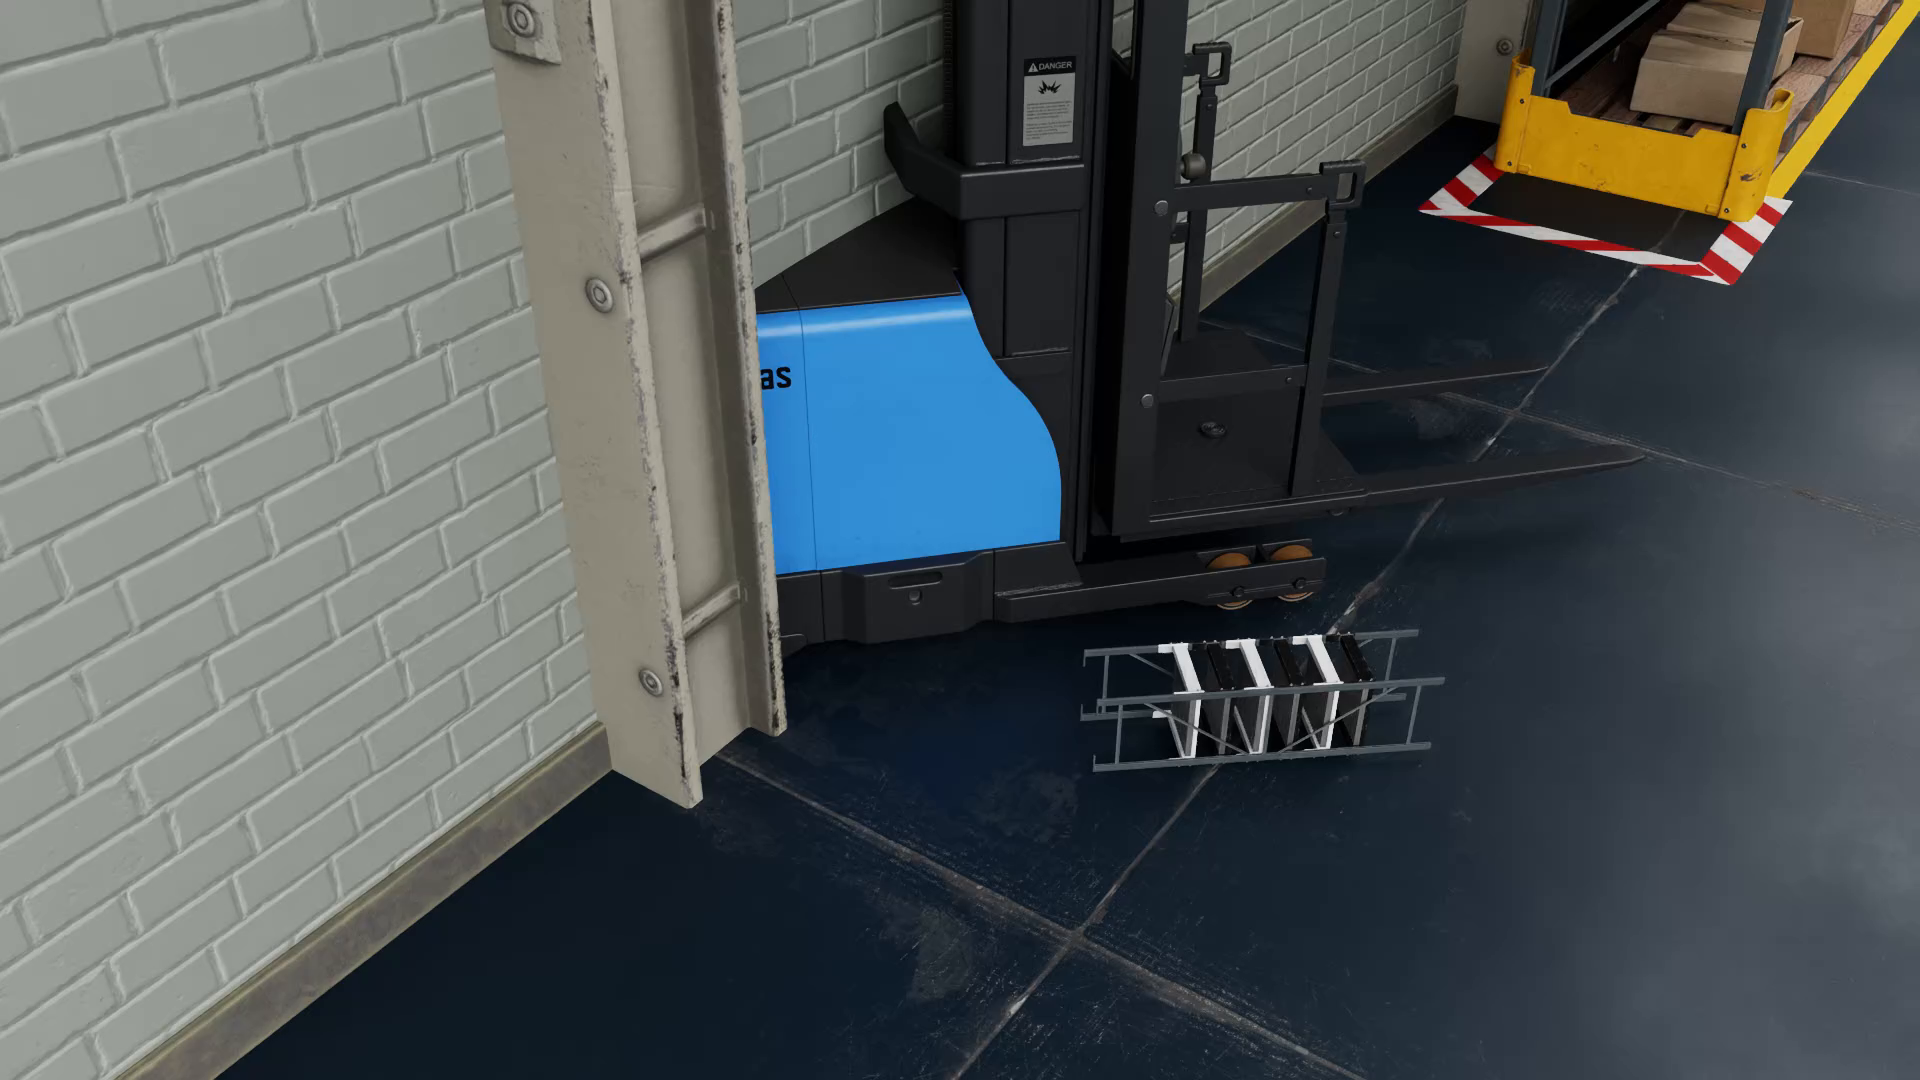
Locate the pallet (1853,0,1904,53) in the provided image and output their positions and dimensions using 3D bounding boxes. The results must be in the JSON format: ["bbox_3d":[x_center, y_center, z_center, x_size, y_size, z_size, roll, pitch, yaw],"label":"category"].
[{"bbox_3d":[4.957,-3.224,9.830,1.003,0.211,1.213,21,39,28],"label":"pallet"}]

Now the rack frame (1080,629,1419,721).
[{"bbox_3d":[0.771,0.362,4.452,0.900,0.240,0.006,-3,34,-5],"label":"rack frame"}]

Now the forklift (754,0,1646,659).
[{"bbox_3d":[0.613,-1.290,4.541,3.031,2.935,1.130,-7,35,-10],"label":"forklift"}]

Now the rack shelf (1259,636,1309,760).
[{"bbox_3d":[0.838,0.416,4.373,0.077,0.258,0.200,-3,34,-5],"label":"rack shelf"}]

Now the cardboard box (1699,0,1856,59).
[{"bbox_3d":[4.283,-2.880,8.669,0.700,0.500,0.500,19,38,25],"label":"cardboard box"}]

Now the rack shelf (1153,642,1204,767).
[{"bbox_3d":[0.569,0.431,4.350,0.077,0.258,0.200,-3,34,-5],"label":"rack shelf"}]

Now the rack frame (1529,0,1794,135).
[{"bbox_3d":[3.030,-2.859,6.800,1.000,3.000,0.127,21,39,28],"label":"rack frame"}]

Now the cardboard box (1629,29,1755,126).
[{"bbox_3d":[3.499,-2.217,7.859,0.500,0.311,0.500,17,37,23],"label":"cardboard box"}]

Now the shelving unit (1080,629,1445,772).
[{"bbox_3d":[0.782,0.419,4.368,0.900,0.258,0.210,-3,34,-5],"label":"shelving unit"}]

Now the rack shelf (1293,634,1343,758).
[{"bbox_3d":[0.927,0.411,4.380,0.077,0.258,0.200,-3,34,-5],"label":"rack shelf"}]

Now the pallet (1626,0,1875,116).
[{"bbox_3d":[4.262,-2.661,8.996,1.003,0.211,1.213,21,39,28],"label":"pallet"}]

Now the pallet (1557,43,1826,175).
[{"bbox_3d":[3.566,-2.102,8.169,1.003,0.211,1.213,21,39,28],"label":"pallet"}]

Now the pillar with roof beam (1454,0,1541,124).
[{"bbox_3d":[6.255,-4.568,3.971,9.100,9.000,0.400,21,39,28],"label":"pillar with roof beam"}]

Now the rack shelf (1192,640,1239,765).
[{"bbox_3d":[0.659,0.426,4.358,0.077,0.258,0.200,-3,34,-5],"label":"rack shelf"}]

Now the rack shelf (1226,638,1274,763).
[{"bbox_3d":[0.748,0.421,4.365,0.077,0.258,0.200,-3,34,-5],"label":"rack shelf"}]

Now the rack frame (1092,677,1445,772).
[{"bbox_3d":[0.792,0.476,4.284,0.900,0.240,0.006,-3,34,-5],"label":"rack frame"}]

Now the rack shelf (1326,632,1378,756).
[{"bbox_3d":[1.017,0.406,4.387,0.077,0.258,0.200,-3,34,-5],"label":"rack shelf"}]

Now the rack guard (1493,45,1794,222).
[{"bbox_3d":[3.074,-1.859,7.552,1.175,0.500,0.348,21,39,28],"label":"rack guard"}]

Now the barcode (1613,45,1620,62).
[{"bbox_3d":[3.180,-2.357,8.057,0.001,0.075,0.075,21,39,28],"label":"barcode"}]

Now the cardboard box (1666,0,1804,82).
[{"bbox_3d":[3.824,-2.480,8.247,0.500,0.311,0.500,25,41,32],"label":"cardboard box"}]
